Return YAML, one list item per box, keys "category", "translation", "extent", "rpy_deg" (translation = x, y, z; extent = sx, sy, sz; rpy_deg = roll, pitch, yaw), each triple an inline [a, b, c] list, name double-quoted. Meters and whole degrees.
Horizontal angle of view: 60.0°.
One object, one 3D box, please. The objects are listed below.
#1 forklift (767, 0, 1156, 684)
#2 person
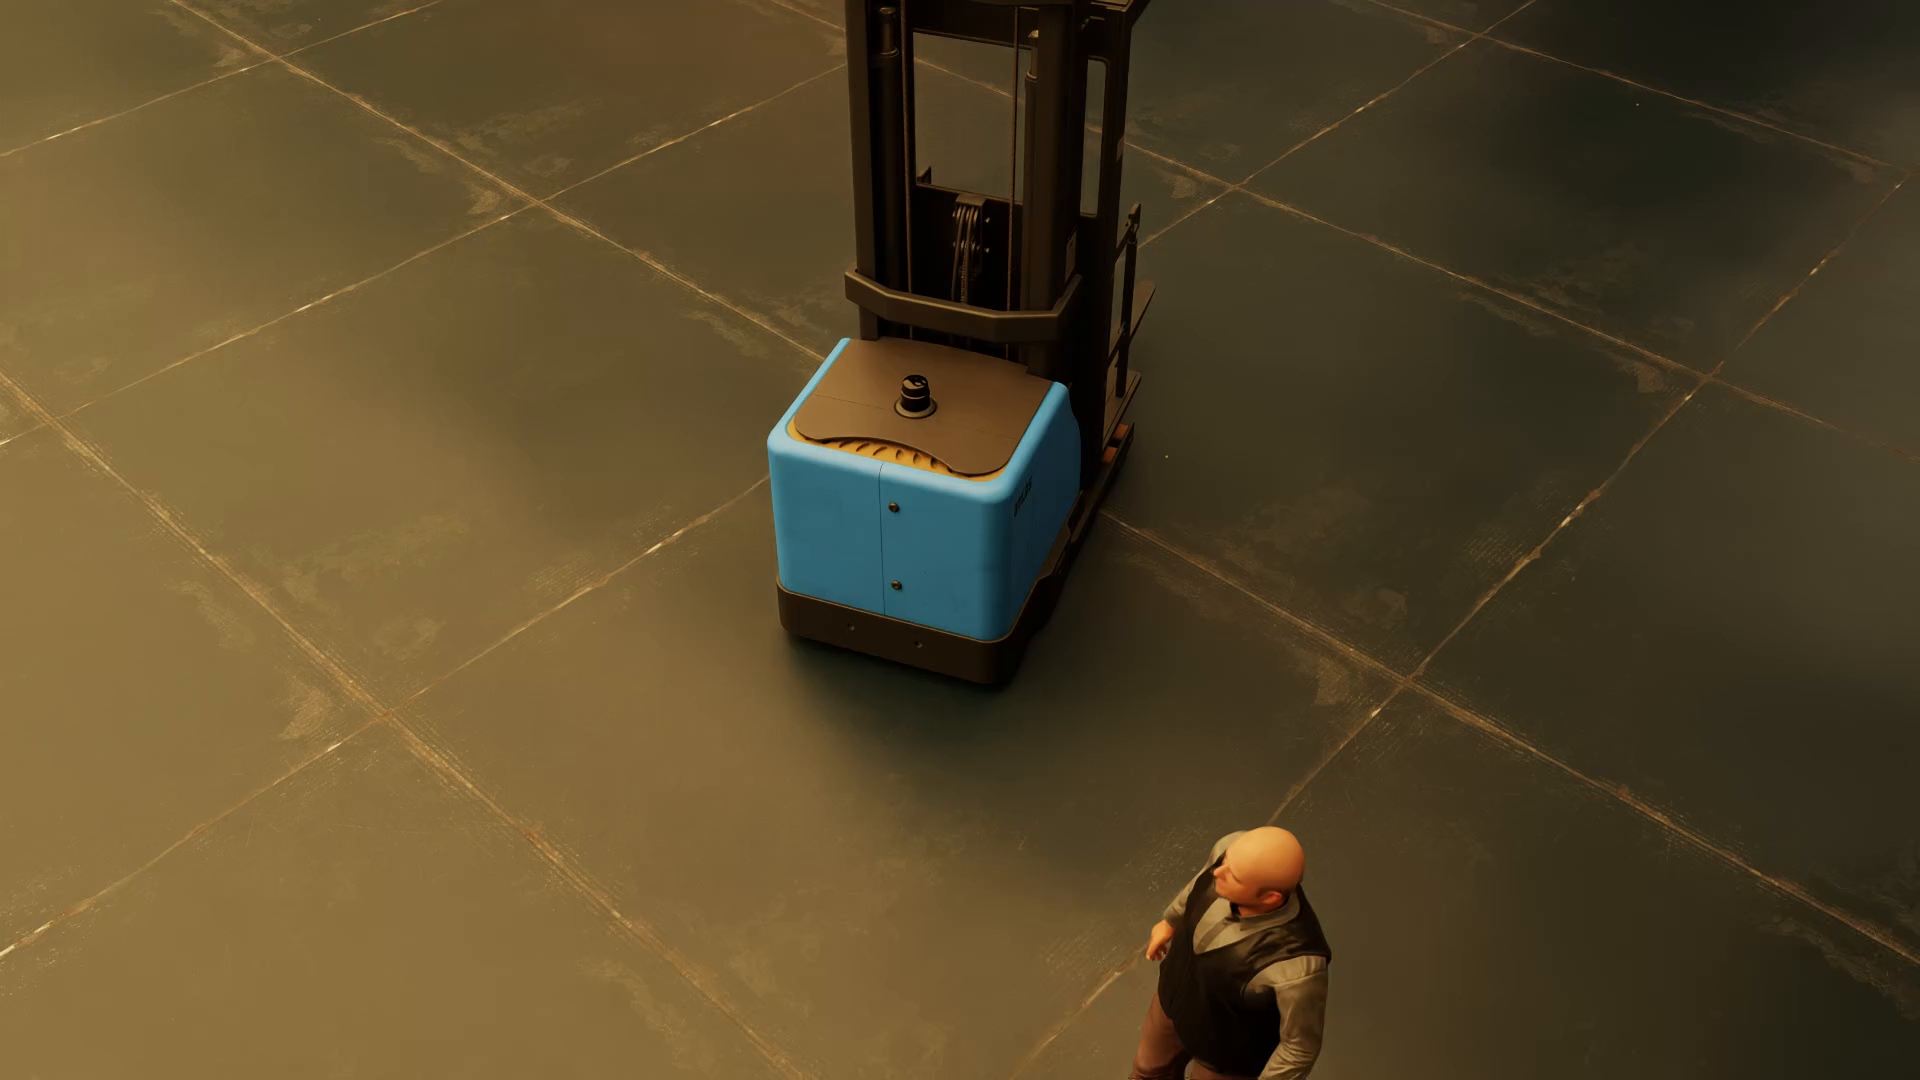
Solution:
- category: "forklift"
  translation: [0.211, -1.484, 7.158]
  extent: [1.130, 2.935, 3.031]
  rpy_deg: [14, 42, 15]
- category: "person"
  translation: [0.677, 1.390, 4.736]
  extent: [0.549, 1.723, 0.679]
  rpy_deg: [-15, 43, -17]
